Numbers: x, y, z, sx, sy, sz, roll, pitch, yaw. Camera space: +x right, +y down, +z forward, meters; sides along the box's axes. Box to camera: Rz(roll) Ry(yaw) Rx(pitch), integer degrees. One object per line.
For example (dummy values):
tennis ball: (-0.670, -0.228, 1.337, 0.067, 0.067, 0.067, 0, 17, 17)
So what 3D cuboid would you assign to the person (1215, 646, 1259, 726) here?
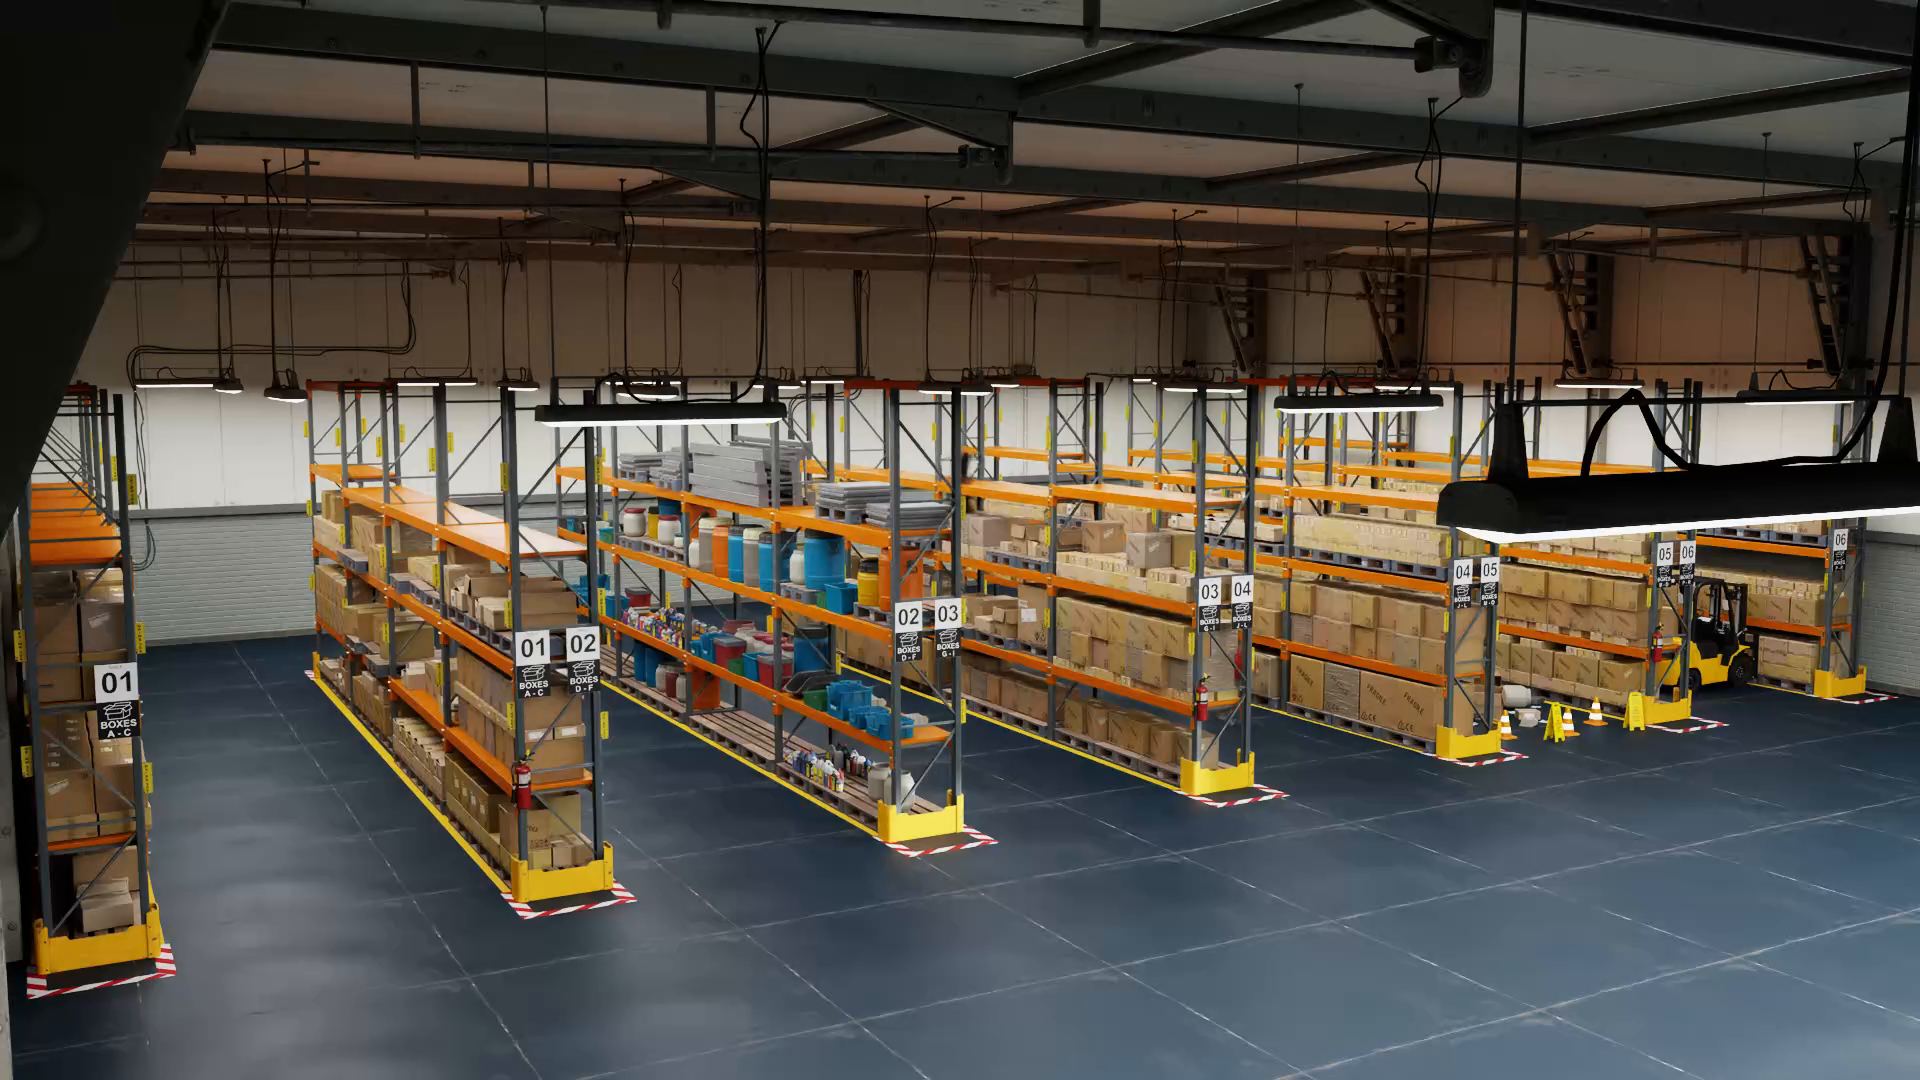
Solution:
person: (4.840, 2.511, 29.091, 0.627, 1.443, 1.134, -2, 6, -16)

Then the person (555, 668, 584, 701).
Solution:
person: (-6.620, 2.648, 27.327, 0.890, 1.591, 0.737, 4, 7, 31)

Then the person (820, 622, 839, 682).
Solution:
person: (-2.509, 2.242, 31.105, 0.608, 1.576, 0.804, -5, 8, -40)
